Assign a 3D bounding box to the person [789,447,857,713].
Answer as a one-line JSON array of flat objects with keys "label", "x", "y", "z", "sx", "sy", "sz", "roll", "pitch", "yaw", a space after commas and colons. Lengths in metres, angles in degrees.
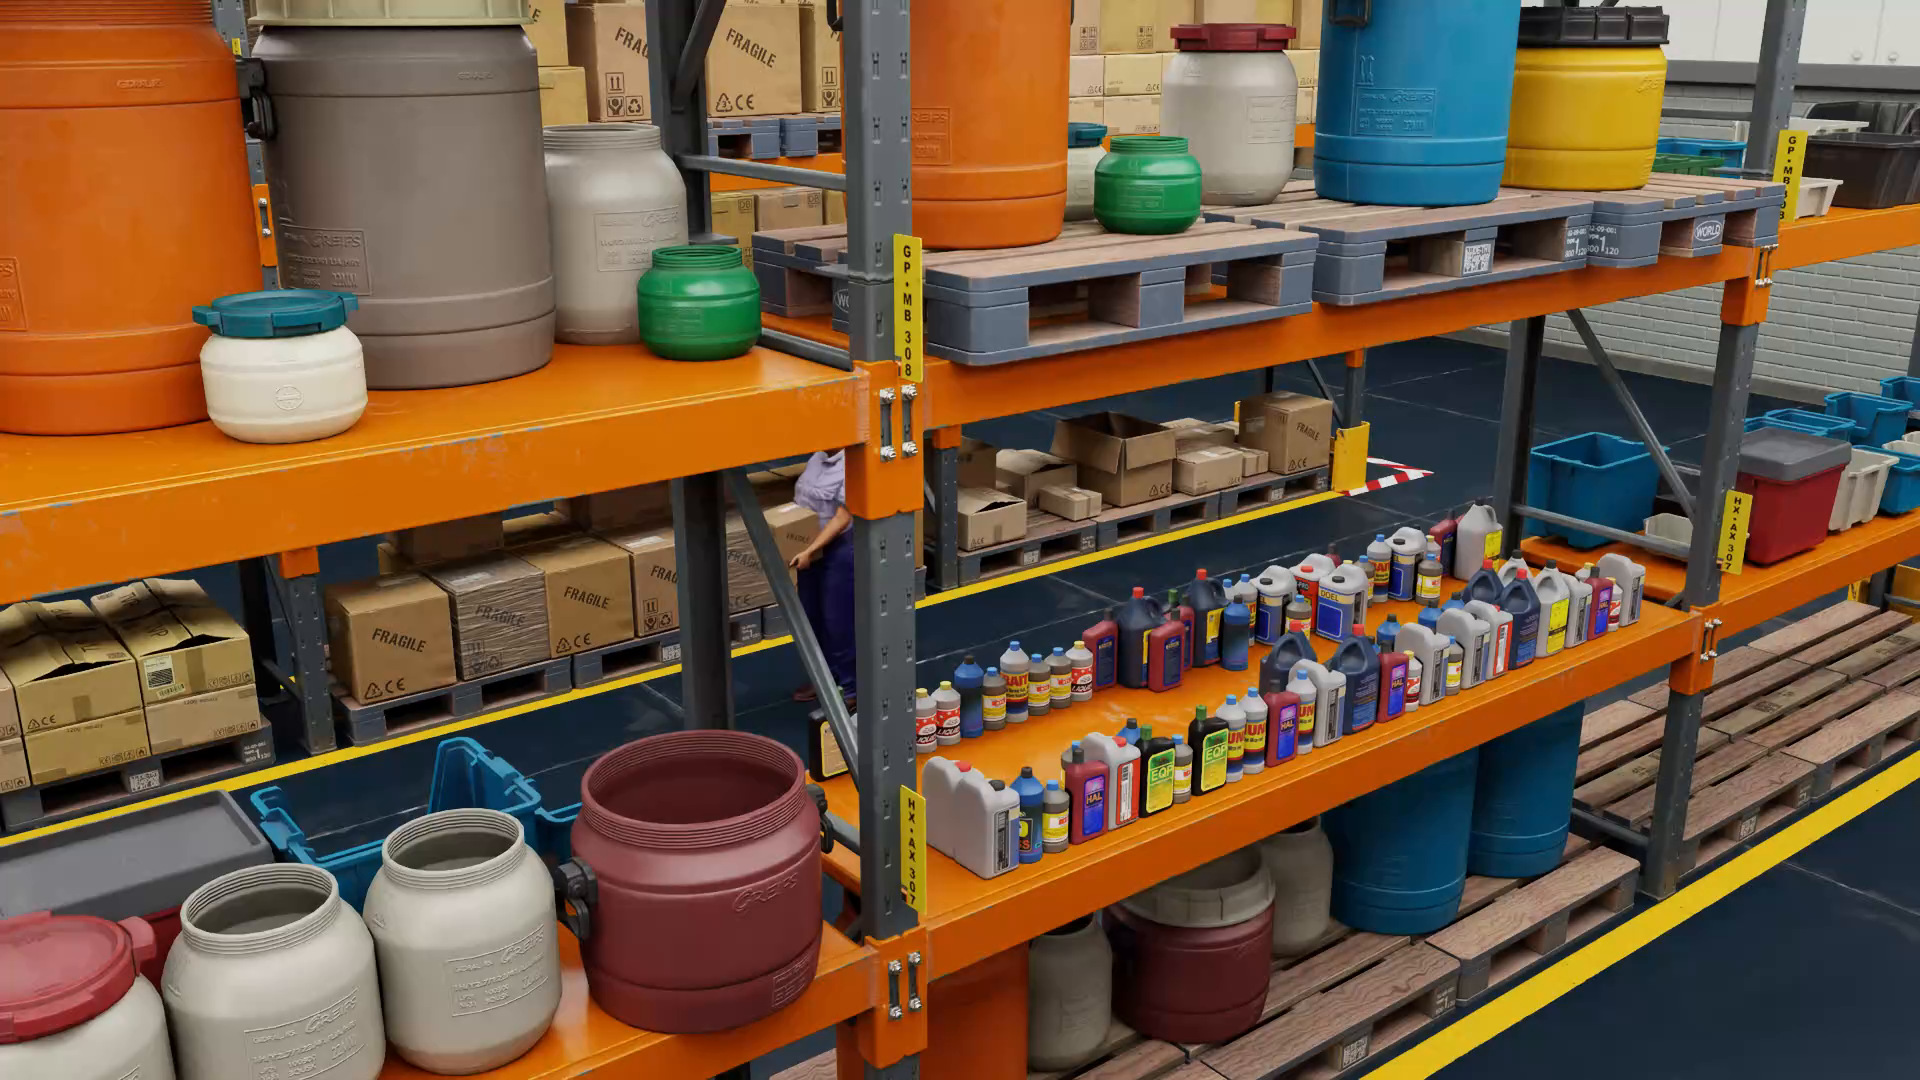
[{"label": "person", "x": -0.741, "y": 0.114, "z": 8.741, "sx": 0.515, "sy": 1.638, "sz": 0.453, "roll": -13, "pitch": 22, "yaw": -35}]
